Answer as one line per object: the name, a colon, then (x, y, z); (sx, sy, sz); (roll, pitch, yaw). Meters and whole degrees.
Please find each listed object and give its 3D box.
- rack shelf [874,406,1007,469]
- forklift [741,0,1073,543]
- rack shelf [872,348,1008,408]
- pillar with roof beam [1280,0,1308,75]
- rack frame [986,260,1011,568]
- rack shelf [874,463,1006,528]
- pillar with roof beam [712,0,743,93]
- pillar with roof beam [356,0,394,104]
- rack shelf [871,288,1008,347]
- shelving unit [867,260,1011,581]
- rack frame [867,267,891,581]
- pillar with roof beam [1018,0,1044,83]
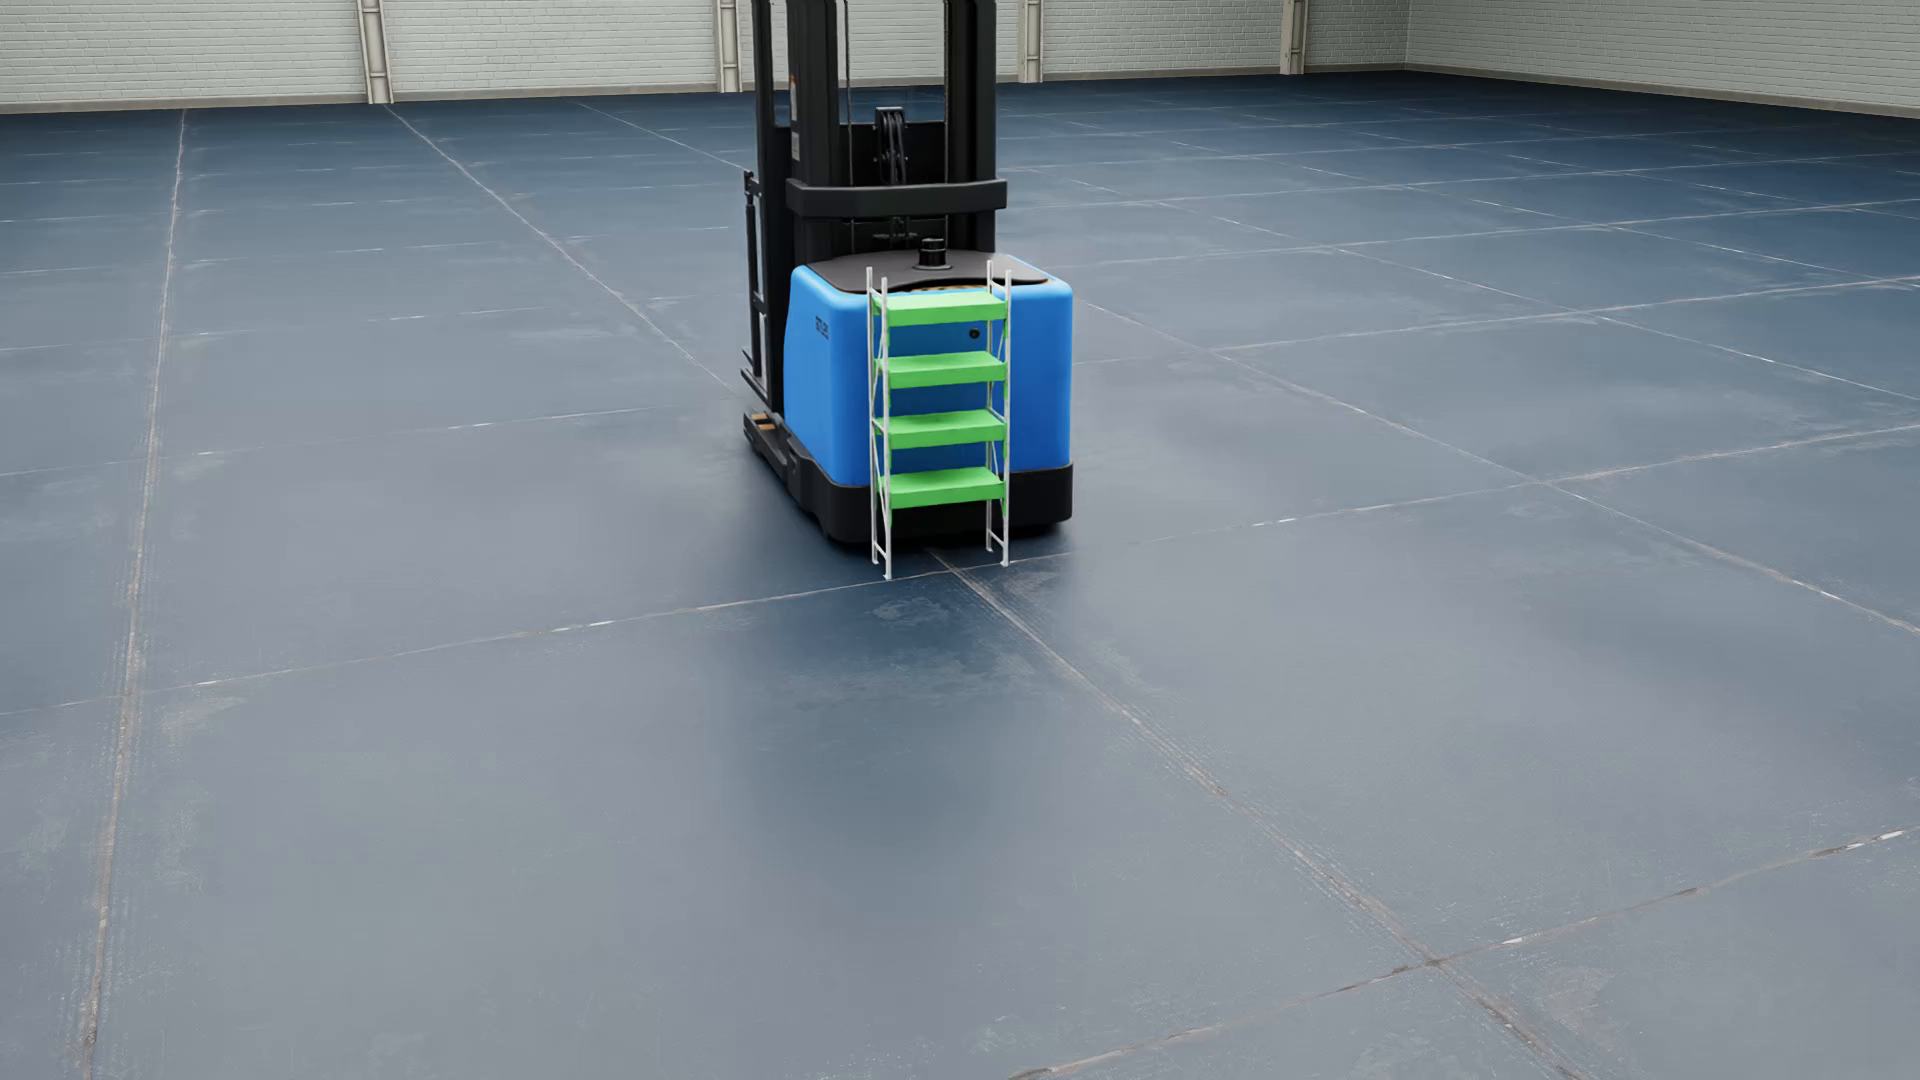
rack shelf: (-0.082, -0.407, 6.564); (0.480, 0.148, 0.258); (-6, 20, -17)
forklift: (-0.453, -1.824, 7.790); (1.130, 2.935, 3.031); (-6, 20, -17)
rack shelf: (-0.082, -0.634, 6.485); (0.480, 0.148, 0.258); (-6, 20, -17)
pillar with roof beam: (8.571, -12.592, 29.234); (0.400, 9.000, 9.100); (-8, 21, -22)
rack frame: (0.151, -0.492, 6.613); (0.015, 1.200, 0.240); (-6, 20, -17)
rack shelf: (-0.082, -0.181, 6.644); (0.480, 0.148, 0.258); (-6, 20, -17)
pillar with roof beam: (-2.447, -11.013, 24.750); (0.400, 9.000, 9.100); (-8, 21, -22)
pillar with roof beam: (-7.956, -10.224, 22.509); (0.400, 9.000, 9.100); (-8, 21, -22)
rack shelf: (-0.082, -0.860, 6.405); (0.480, 0.148, 0.258); (-6, 20, -17)
shelving unit: (-0.082, -0.468, 6.543); (0.503, 1.200, 0.258); (-6, 20, -17)
rack frame: (-0.315, -0.443, 6.474); (0.015, 1.200, 0.240); (-6, 20, -17)
pillar with roof beam: (3.062, -11.802, 26.992); (0.400, 9.000, 9.100); (-8, 21, -22)
